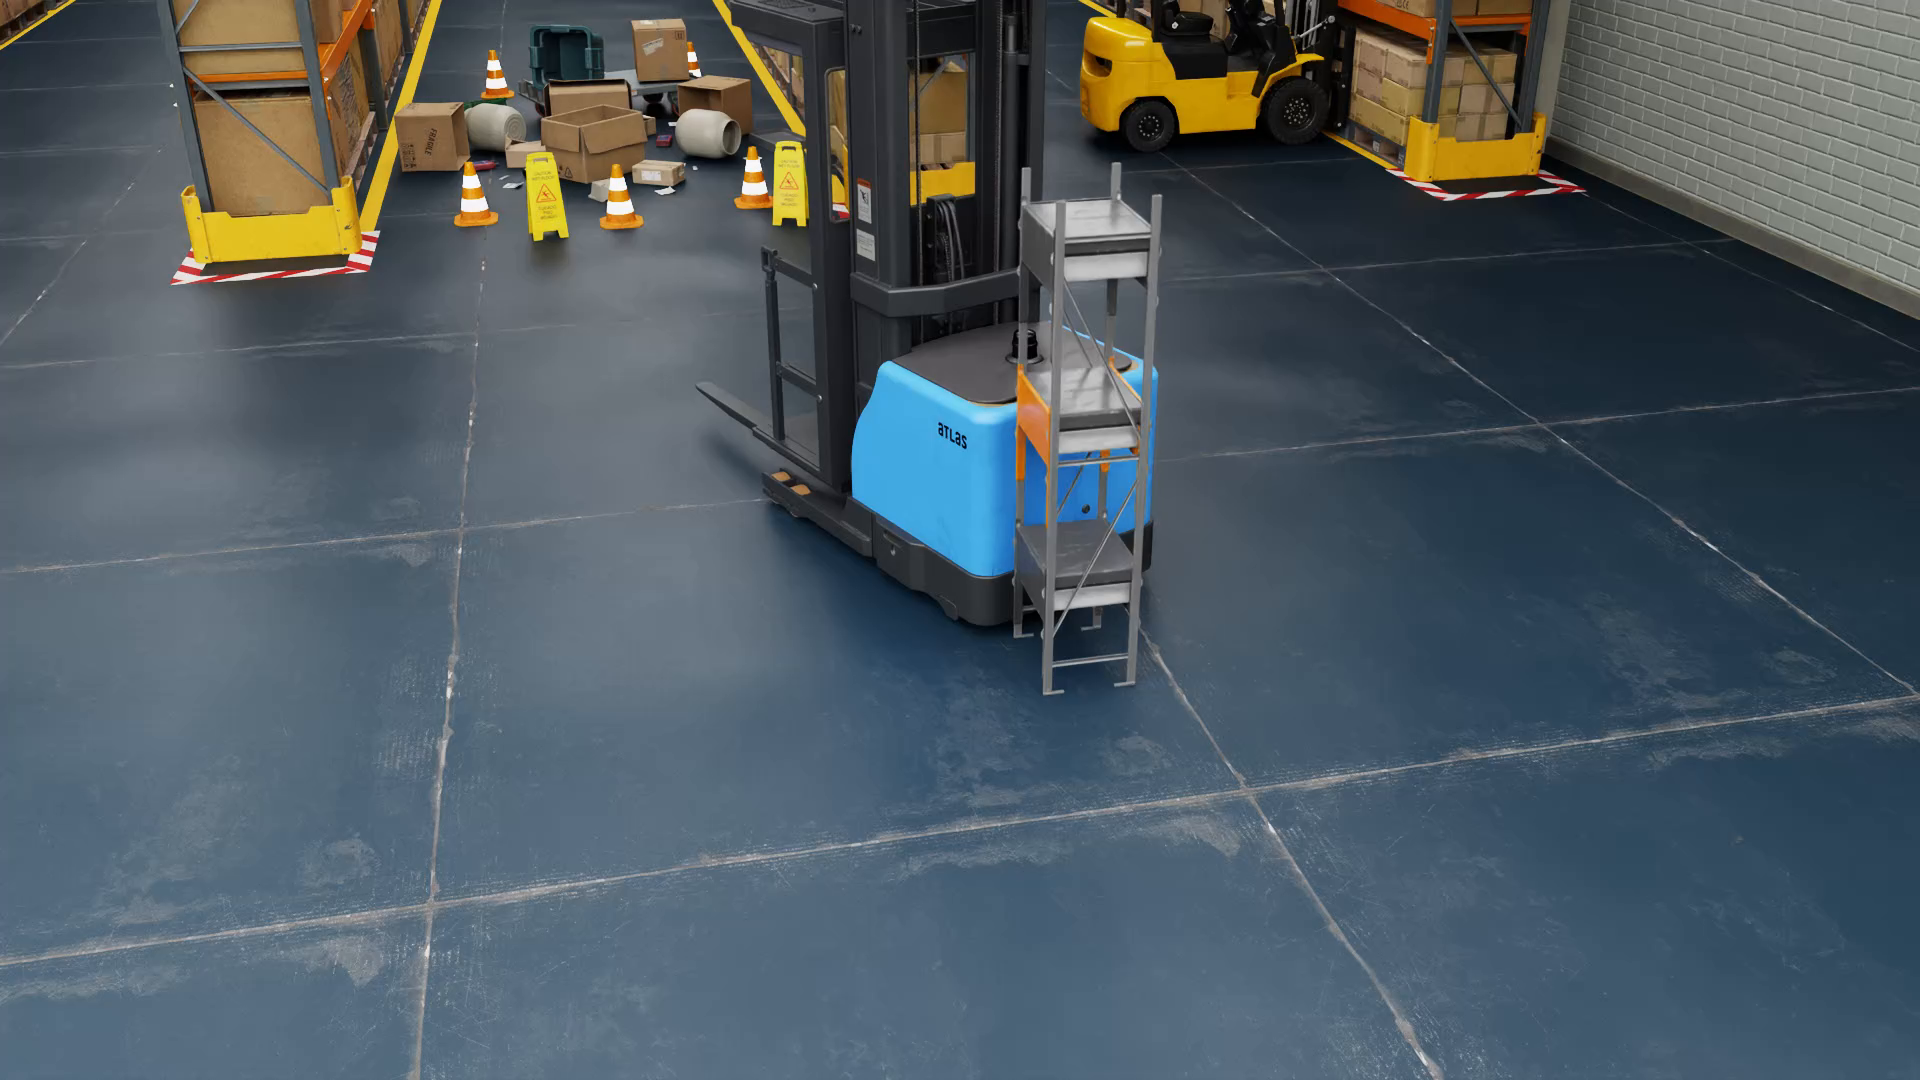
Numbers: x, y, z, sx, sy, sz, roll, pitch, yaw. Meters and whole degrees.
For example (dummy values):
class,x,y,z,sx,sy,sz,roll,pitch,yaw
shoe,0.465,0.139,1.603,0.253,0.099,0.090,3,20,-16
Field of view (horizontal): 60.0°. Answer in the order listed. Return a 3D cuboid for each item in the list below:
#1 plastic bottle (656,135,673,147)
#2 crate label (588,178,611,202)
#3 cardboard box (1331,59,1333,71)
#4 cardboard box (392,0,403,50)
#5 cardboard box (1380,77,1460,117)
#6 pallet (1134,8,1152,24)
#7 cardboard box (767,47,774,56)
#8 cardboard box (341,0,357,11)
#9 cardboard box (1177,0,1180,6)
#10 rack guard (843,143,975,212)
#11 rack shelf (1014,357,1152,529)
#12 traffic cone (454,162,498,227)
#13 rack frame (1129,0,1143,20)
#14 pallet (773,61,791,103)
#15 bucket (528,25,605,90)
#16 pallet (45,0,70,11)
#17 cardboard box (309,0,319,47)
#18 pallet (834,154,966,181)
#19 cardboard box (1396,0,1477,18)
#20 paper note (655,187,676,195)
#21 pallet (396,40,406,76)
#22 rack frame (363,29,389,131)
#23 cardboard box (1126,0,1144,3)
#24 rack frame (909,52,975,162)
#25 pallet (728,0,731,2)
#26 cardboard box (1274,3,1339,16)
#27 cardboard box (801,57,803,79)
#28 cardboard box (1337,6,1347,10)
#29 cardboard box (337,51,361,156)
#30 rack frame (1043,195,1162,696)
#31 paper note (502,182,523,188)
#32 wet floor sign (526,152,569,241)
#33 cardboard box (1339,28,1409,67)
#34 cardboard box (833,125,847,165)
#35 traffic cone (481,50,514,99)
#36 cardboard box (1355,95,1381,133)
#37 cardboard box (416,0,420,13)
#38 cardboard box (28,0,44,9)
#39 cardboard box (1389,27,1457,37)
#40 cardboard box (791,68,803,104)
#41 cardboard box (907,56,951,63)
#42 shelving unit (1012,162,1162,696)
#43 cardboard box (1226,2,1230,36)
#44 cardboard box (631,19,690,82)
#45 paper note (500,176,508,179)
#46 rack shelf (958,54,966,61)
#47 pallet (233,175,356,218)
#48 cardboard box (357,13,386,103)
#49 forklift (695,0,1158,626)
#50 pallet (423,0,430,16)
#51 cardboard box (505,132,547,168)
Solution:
class,x,y,z,sx,sy,sz,roll,pitch,yaw
plastic bottle,-2.777,-3.760,15.632,0.133,0.061,0.283,-1,27,-3
crate label,-2.936,-2.930,13.902,0.250,0.136,0.298,-23,35,-38
cardboard box,3.733,-4.610,16.084,0.500,0.250,0.500,-6,27,-12
cardboard box,-6.893,-5.945,18.730,1.050,0.750,0.750,-6,27,-12
cardboard box,4.081,-3.944,14.765,0.500,0.250,0.500,-6,27,-12
pallet,2.840,-6.481,20.855,1.003,0.211,1.213,-6,27,-12
cardboard box,-1.685,-5.694,18.652,0.950,0.372,0.625,-5,27,-10
cardboard box,-5.800,-4.949,14.560,0.875,0.550,0.550,-6,27,-12
cardboard box,2.975,-6.657,20.279,0.875,0.625,0.625,-5,27,-10
rack guard,-0.357,-2.990,13.620,1.175,0.500,0.348,-6,27,-12
rack shelf,0.489,-0.402,6.745,0.431,0.518,0.480,-6,27,-12
traffic cone,-3.876,-2.771,13.226,0.336,0.463,0.334,-6,27,-12
rack frame,2.693,-8.091,20.951,1.000,3.000,0.127,-6,27,-12
pallet,-1.418,-4.926,17.775,1.003,0.211,1.213,-6,27,-12
bucket,-3.764,-4.674,16.127,0.726,0.611,0.620,3,17,6
pallet,-12.794,-7.432,22.740,1.003,0.211,1.213,-6,27,-12
cardboard box,-5.412,-3.991,12.661,0.875,0.550,0.550,-6,27,-12
pallet,-0.505,-3.222,14.399,1.003,0.211,1.213,-6,27,-12
cardboard box,4.129,-4.813,14.345,0.500,0.500,0.500,-7,28,-13
paper note,-2.492,-2.960,14.081,0.148,0.019,0.142,-16,31,-29
pallet,-6.838,-5.439,18.792,1.003,0.211,1.213,-6,27,-12
rack frame,-6.041,-5.282,15.386,1.000,3.000,0.127,-6,27,-12
cardboard box,2.388,-7.326,21.744,0.500,0.500,0.500,-5,27,-10
rack frame,-0.339,-4.073,12.991,1.000,3.000,0.127,-6,27,-12
pallet,-2.796,-7.765,23.400,1.003,0.211,1.213,-6,27,-12
cardboard box,3.503,-5.271,16.841,0.500,0.250,0.500,-6,27,-12
cardboard box,-1.239,-4.604,15.795,0.500,0.500,0.500,-5,27,-10
cardboard box,4.023,-5.324,16.945,0.500,0.250,0.500,-6,27,-12
cardboard box,-5.760,-3.842,14.426,0.875,0.875,0.875,-6,27,-11
rack frame,0.544,-0.307,6.527,0.400,2.100,0.015,-6,27,-12
paper note,-3.829,-3.042,14.245,0.144,0.017,0.142,3,27,6
wet floor sign,-3.204,-2.663,12.811,0.267,0.644,0.232,-11,29,-20
cardboard box,3.844,-4.600,15.510,0.500,0.250,0.500,-6,27,-11
cardboard box,-0.789,-3.371,14.185,0.500,0.250,0.500,-6,27,-12
traffic cone,-4.872,-4.892,17.428,0.336,0.463,0.334,-6,27,-12
cardboard box,3.979,-3.932,15.297,0.500,0.250,0.500,-6,27,-12
cardboard box,-7.090,-6.891,20.882,0.500,0.500,0.500,-7,28,-13
cardboard box,-12.535,-7.295,21.266,1.225,0.875,0.875,-6,27,-11
cardboard box,4.353,-4.655,15.619,0.500,0.250,0.500,-6,27,-12
cardboard box,-1.371,-4.503,16.427,0.500,0.250,0.500,-7,28,-14
cardboard box,-0.380,-3.989,14.578,0.500,0.500,0.500,-7,28,-14
shelving unit,0.489,-0.414,6.739,0.431,2.100,0.503,-6,27,-12
cardboard box,3.466,-5.690,18.364,0.875,0.625,0.625,-5,27,-9
cardboard box,-2.968,-4.857,16.478,0.500,0.500,0.500,-6,27,-12
paper note,-3.976,-3.164,14.508,0.032,0.001,0.123,8,28,15
rack shelf,-0.790,-4.630,14.892,1.077,0.370,4.000,-6,27,-12
pallet,-5.396,-2.624,13.215,1.003,0.211,1.213,-6,27,-12
cardboard box,-6.268,-4.729,16.320,1.050,0.750,0.750,-6,27,-12
forklift,-0.365,-1.537,8.043,1.130,2.935,3.031,-18,32,-31
pallet,-7.667,-7.208,22.296,1.003,0.211,1.213,-6,27,-12
cardboard box,-3.859,-3.494,14.878,0.396,0.266,0.258,-1,27,-3
